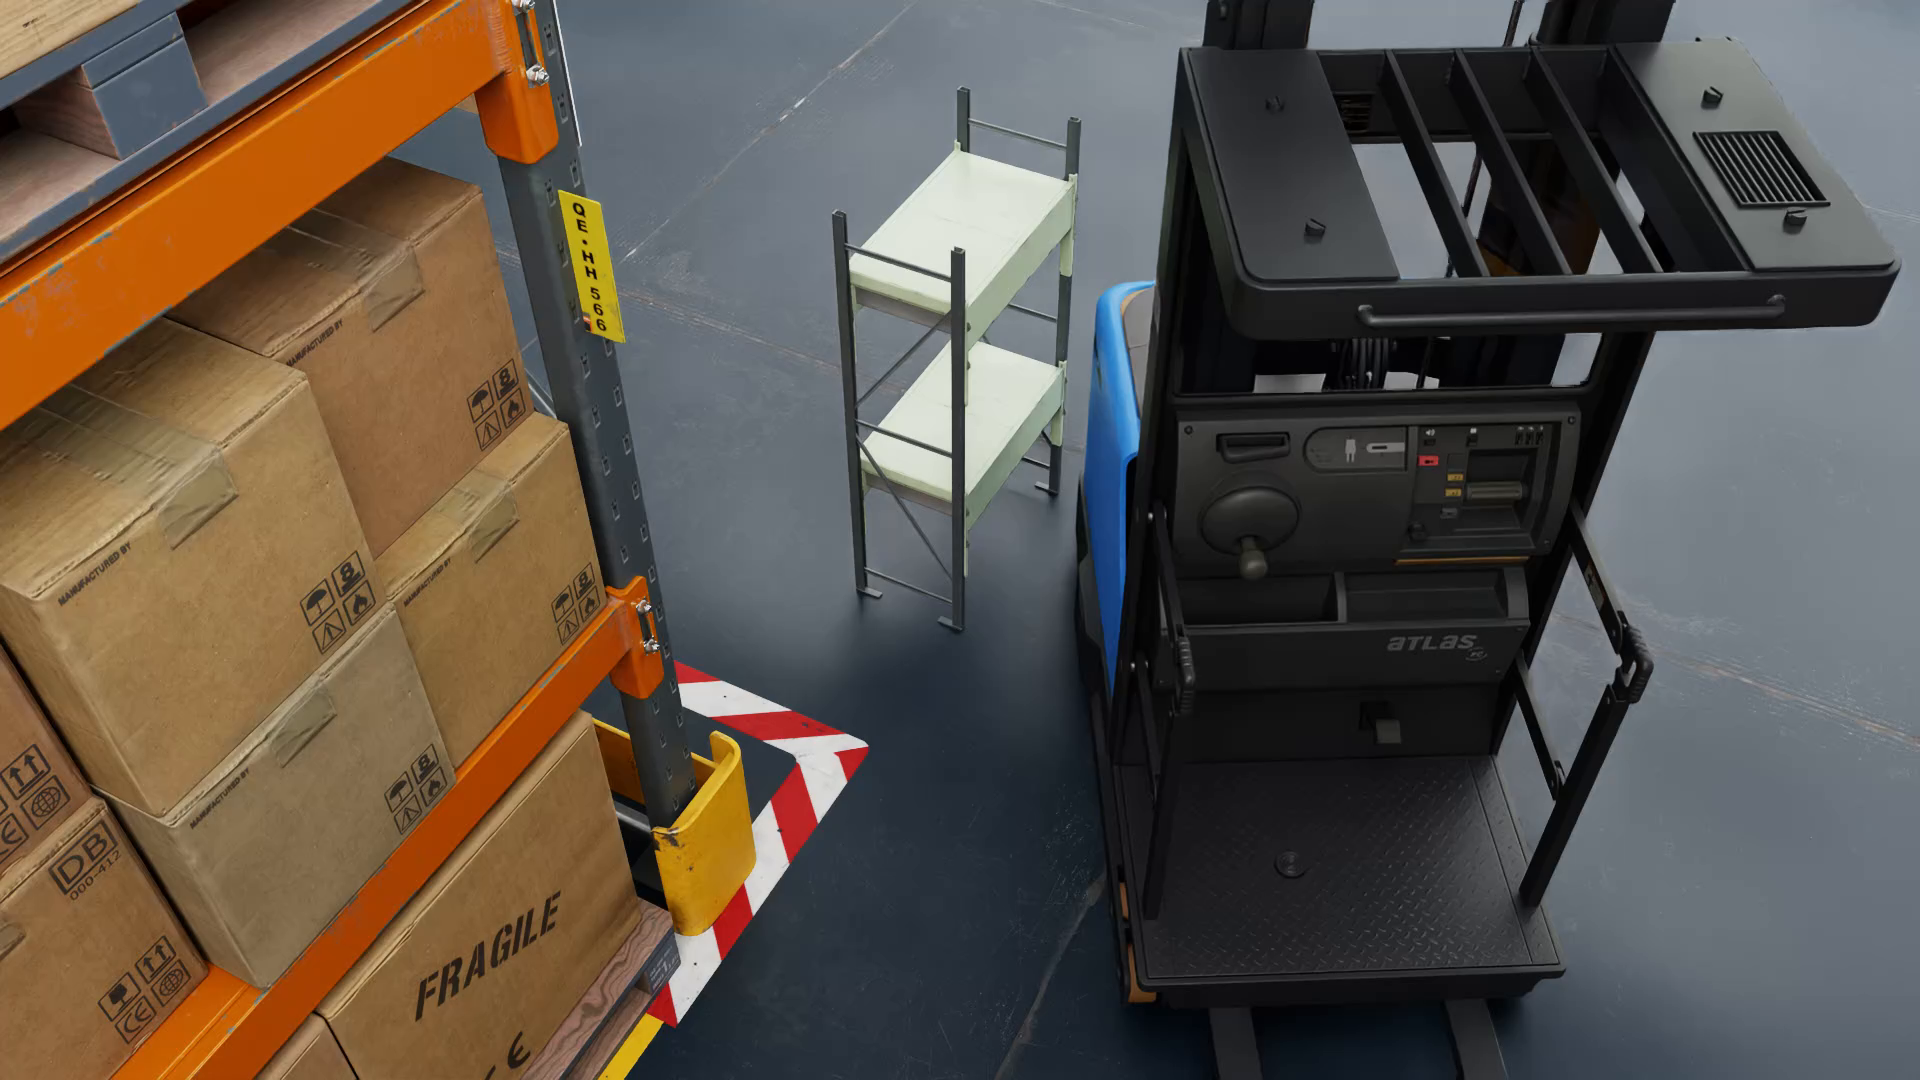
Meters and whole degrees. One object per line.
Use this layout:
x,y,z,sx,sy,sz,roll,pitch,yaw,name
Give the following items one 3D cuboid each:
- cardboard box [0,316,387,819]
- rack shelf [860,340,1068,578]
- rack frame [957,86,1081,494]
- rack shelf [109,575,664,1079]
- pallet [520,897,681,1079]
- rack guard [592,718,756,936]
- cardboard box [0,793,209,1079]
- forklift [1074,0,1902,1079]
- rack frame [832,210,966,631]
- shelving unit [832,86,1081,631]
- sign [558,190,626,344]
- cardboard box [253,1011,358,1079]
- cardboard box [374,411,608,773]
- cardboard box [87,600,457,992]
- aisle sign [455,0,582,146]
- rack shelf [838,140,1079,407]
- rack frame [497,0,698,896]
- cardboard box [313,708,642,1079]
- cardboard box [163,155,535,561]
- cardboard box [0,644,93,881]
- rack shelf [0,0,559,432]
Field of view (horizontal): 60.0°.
-1.557,-0.049,2.825,0.875,0.550,0.550,20,49,19,cardboard box
0.003,-0.302,5.453,0.431,0.370,0.720,20,49,19,rack shelf
0.173,-0.762,5.449,0.400,1.500,0.023,20,49,19,rack frame
-2.106,1.298,2.864,1.077,0.370,4.000,20,49,19,rack shelf
-1.479,1.295,4.322,1.003,0.211,1.213,20,49,19,pallet
-1.166,0.649,4.757,1.175,0.500,0.348,20,49,19,rack guard
-1.916,0.646,2.897,0.875,0.550,0.550,20,49,19,cardboard box
0.972,-0.020,3.710,1.130,2.935,3.031,-2,45,-2,forklift
-0.167,-0.301,4.993,0.400,1.500,0.023,20,49,19,rack frame
0.003,-0.531,5.221,0.431,1.500,0.755,20,49,19,shelving unit
-0.703,-0.517,3.171,0.100,0.325,0.005,20,49,19,sign
-1.840,1.389,3.467,0.875,0.875,0.875,20,49,18,cardboard box
-1.309,-0.019,3.554,0.875,0.550,0.550,20,49,19,cardboard box
-1.545,0.335,3.204,0.875,0.550,0.550,20,49,19,cardboard box
-0.879,-1.074,2.875,0.394,0.787,0.004,20,49,19,aisle sign
0.003,-0.806,4.943,0.431,0.370,0.720,20,49,19,rack shelf
-1.177,-0.215,3.853,1.000,3.000,0.127,20,49,19,rack frame
-1.433,0.834,4.016,0.875,0.875,0.875,21,49,19,cardboard box
-1.384,-0.426,3.197,0.875,0.550,0.550,20,49,19,cardboard box
-1.938,0.259,2.521,0.875,0.550,0.550,20,49,19,cardboard box
-2.106,0.244,1.797,1.077,0.370,4.000,20,49,19,rack shelf
